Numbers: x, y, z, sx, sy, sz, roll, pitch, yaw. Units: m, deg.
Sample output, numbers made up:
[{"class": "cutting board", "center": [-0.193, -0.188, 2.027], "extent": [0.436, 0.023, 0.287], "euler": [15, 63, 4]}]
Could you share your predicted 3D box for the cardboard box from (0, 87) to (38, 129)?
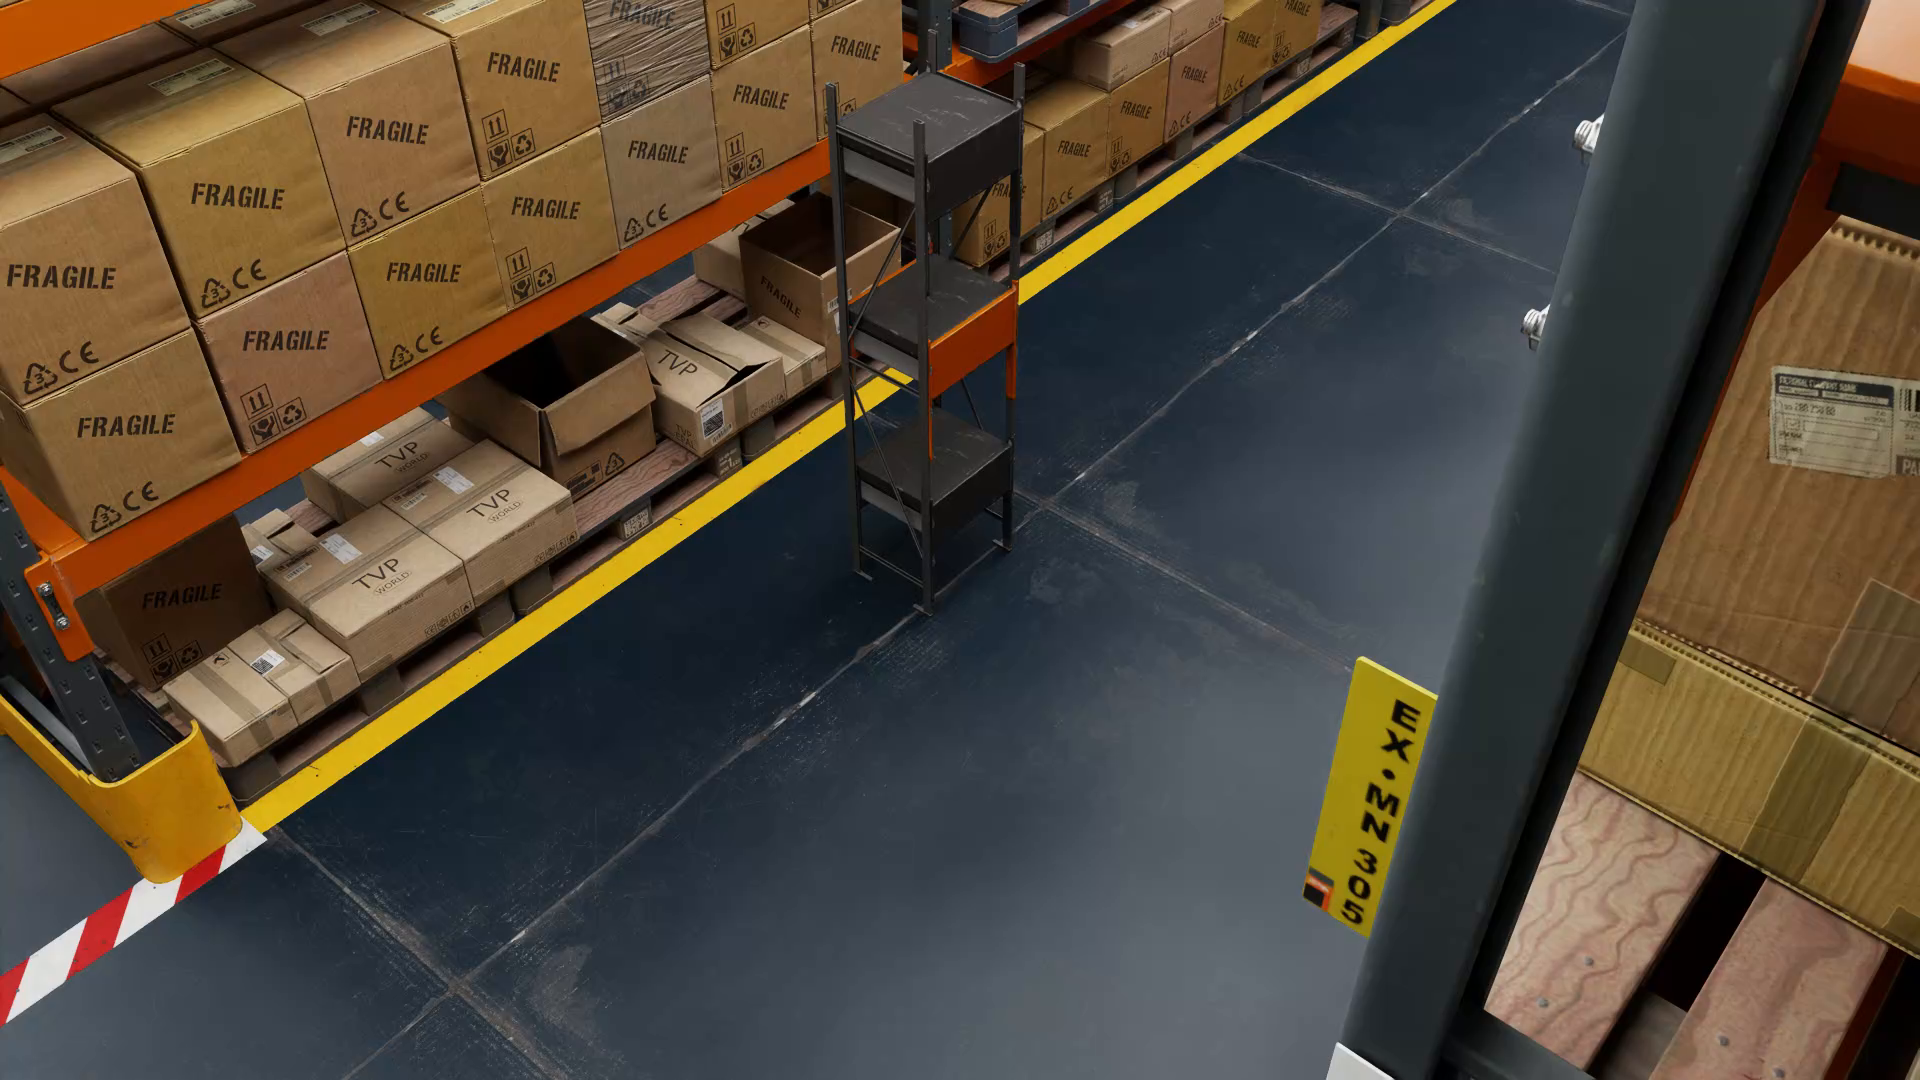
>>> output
[{"class": "cardboard box", "center": [-2.951, -1.012, 4.815], "extent": [0.500, 0.500, 0.500], "euler": [29, 50, 28]}]

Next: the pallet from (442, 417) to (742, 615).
[{"class": "pallet", "center": [-1.680, -0.300, 6.923], "extent": [1.003, 0.211, 1.213], "euler": [29, 50, 28]}]

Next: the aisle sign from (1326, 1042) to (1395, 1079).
[{"class": "aisle sign", "center": [0.491, 0.832, 1.673], "extent": [0.394, 0.787, 0.004], "euler": [29, 50, 28]}]

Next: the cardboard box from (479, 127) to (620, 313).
[{"class": "cardboard box", "center": [-1.563, -1.190, 5.754], "extent": [0.500, 0.500, 0.500], "euler": [30, 50, 29]}]

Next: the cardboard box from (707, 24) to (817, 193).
[{"class": "cardboard box", "center": [-0.909, -1.719, 6.336], "extent": [0.500, 0.500, 0.500], "euler": [31, 51, 29]}]

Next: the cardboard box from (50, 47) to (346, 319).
[{"class": "cardboard box", "center": [-2.209, -1.050, 4.858], "extent": [0.500, 0.500, 0.500], "euler": [30, 50, 29]}]

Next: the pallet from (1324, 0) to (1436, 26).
[{"class": "pallet", "center": [2.681, -3.751, 10.719], "extent": [1.003, 0.211, 1.213], "euler": [29, 50, 28]}]

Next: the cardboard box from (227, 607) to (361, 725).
[{"class": "cardboard box", "center": [-2.333, 0.433, 5.823], "extent": [0.380, 0.166, 0.250], "euler": [29, 50, 28]}]

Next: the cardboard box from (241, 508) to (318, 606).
[{"class": "cardboard box", "center": [-2.536, 0.073, 6.219], "extent": [0.380, 0.166, 0.250], "euler": [29, 50, 28]}]

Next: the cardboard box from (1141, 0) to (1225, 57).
[{"class": "cardboard box", "center": [1.011, -2.749, 8.517], "extent": [0.500, 0.250, 0.500], "euler": [29, 49, 28]}]

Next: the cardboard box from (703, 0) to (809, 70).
[{"class": "cardboard box", "center": [-0.907, -2.086, 5.997], "extent": [0.500, 0.500, 0.500], "euler": [29, 49, 28]}]

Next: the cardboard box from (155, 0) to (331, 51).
[{"class": "cardboard box", "center": [-2.296, -1.541, 5.398], "extent": [0.500, 0.500, 0.500], "euler": [31, 51, 29]}]

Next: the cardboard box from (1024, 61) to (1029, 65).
[{"class": "cardboard box", "center": [0.293, -2.441, 8.736], "extent": [0.500, 0.500, 0.500], "euler": [30, 50, 29]}]

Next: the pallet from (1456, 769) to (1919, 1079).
[{"class": "pallet", "center": [1.237, 0.423, 1.892], "extent": [1.003, 0.211, 1.213], "euler": [29, 50, 28]}]

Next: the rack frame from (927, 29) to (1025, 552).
[{"class": "rack frame", "center": [0.050, -0.817, 6.088], "extent": [0.400, 2.100, 0.015], "euler": [29, 50, 28]}]

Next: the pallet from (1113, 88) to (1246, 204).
[{"class": "pallet", "center": [0.827, -2.351, 9.178], "extent": [1.003, 0.211, 1.213], "euler": [29, 50, 28]}]

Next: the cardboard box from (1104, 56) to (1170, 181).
[{"class": "cardboard box", "center": [0.707, -2.231, 8.505], "extent": [0.500, 0.500, 0.500], "euler": [30, 50, 29]}]

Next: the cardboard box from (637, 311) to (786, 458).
[{"class": "cardboard box", "center": [-1.085, -0.682, 6.942], "extent": [0.500, 0.311, 0.500], "euler": [29, 50, 28]}]

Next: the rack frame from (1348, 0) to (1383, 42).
[{"class": "rack frame", "center": [2.122, -4.376, 9.333], "extent": [1.000, 3.000, 0.127], "euler": [29, 50, 28]}]

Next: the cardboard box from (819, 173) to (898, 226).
[{"class": "cardboard box", "center": [-0.354, -1.932, 8.177], "extent": [0.500, 0.500, 0.500], "euler": [29, 50, 28]}]

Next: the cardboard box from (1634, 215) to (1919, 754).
[{"class": "cardboard box", "center": [1.029, -0.133, 1.604], "extent": [0.500, 0.500, 0.500], "euler": [29, 50, 28]}]

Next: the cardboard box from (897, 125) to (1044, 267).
[{"class": "cardboard box", "center": [0.045, -1.698, 7.919], "extent": [0.500, 0.500, 0.500], "euler": [27, 49, 27]}]

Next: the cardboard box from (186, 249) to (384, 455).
[{"class": "cardboard box", "center": [-2.211, -0.676, 5.189], "extent": [0.500, 0.500, 0.500], "euler": [29, 50, 28]}]

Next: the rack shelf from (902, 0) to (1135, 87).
[{"class": "rack shelf", "center": [0.835, -3.080, 8.442], "extent": [1.077, 0.370, 4.000], "euler": [29, 50, 28]}]

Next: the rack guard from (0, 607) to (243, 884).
[{"class": "rack guard", "center": [-2.978, 0.629, 5.686], "extent": [1.175, 0.500, 0.348], "euler": [29, 50, 28]}]

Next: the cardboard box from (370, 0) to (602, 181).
[{"class": "cardboard box", "center": [-1.557, -1.568, 5.427], "extent": [0.500, 0.500, 0.500], "euler": [29, 50, 28]}]

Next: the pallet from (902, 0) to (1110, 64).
[{"class": "pallet", "center": [0.145, -2.609, 7.533], "extent": [1.003, 0.211, 1.213], "euler": [29, 50, 28]}]

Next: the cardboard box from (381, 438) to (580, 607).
[{"class": "cardboard box", "center": [-1.816, -0.074, 6.319], "extent": [0.500, 0.250, 0.500], "euler": [29, 50, 28]}]

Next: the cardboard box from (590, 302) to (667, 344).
[{"class": "cardboard box", "center": [-1.437, -0.859, 7.244], "extent": [0.380, 0.166, 0.250], "euler": [29, 50, 28]}]

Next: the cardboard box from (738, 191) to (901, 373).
[{"class": "cardboard box", "center": [-0.602, -1.138, 7.303], "extent": [0.500, 0.500, 0.500], "euler": [29, 50, 28]}]

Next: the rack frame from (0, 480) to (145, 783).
[{"class": "rack frame", "center": [-3.027, -0.257, 4.803], "extent": [1.000, 3.000, 0.127], "euler": [29, 50, 28]}]

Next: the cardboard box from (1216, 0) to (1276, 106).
[{"class": "cardboard box", "center": [1.366, -2.764, 9.091], "extent": [0.500, 0.500, 0.500], "euler": [28, 49, 27]}]

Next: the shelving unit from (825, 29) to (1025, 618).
[{"class": "shelving unit", "center": [-0.107, -0.692, 5.950], "extent": [0.431, 2.100, 0.503], "euler": [29, 50, 28]}]

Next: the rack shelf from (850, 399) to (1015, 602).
[{"class": "rack shelf", "center": [-0.107, -0.164, 6.430], "extent": [0.431, 0.518, 0.480], "euler": [29, 50, 28]}]

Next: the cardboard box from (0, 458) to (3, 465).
[{"class": "cardboard box", "center": [-2.947, -0.642, 5.152], "extent": [0.500, 0.500, 0.500], "euler": [31, 51, 30]}]
